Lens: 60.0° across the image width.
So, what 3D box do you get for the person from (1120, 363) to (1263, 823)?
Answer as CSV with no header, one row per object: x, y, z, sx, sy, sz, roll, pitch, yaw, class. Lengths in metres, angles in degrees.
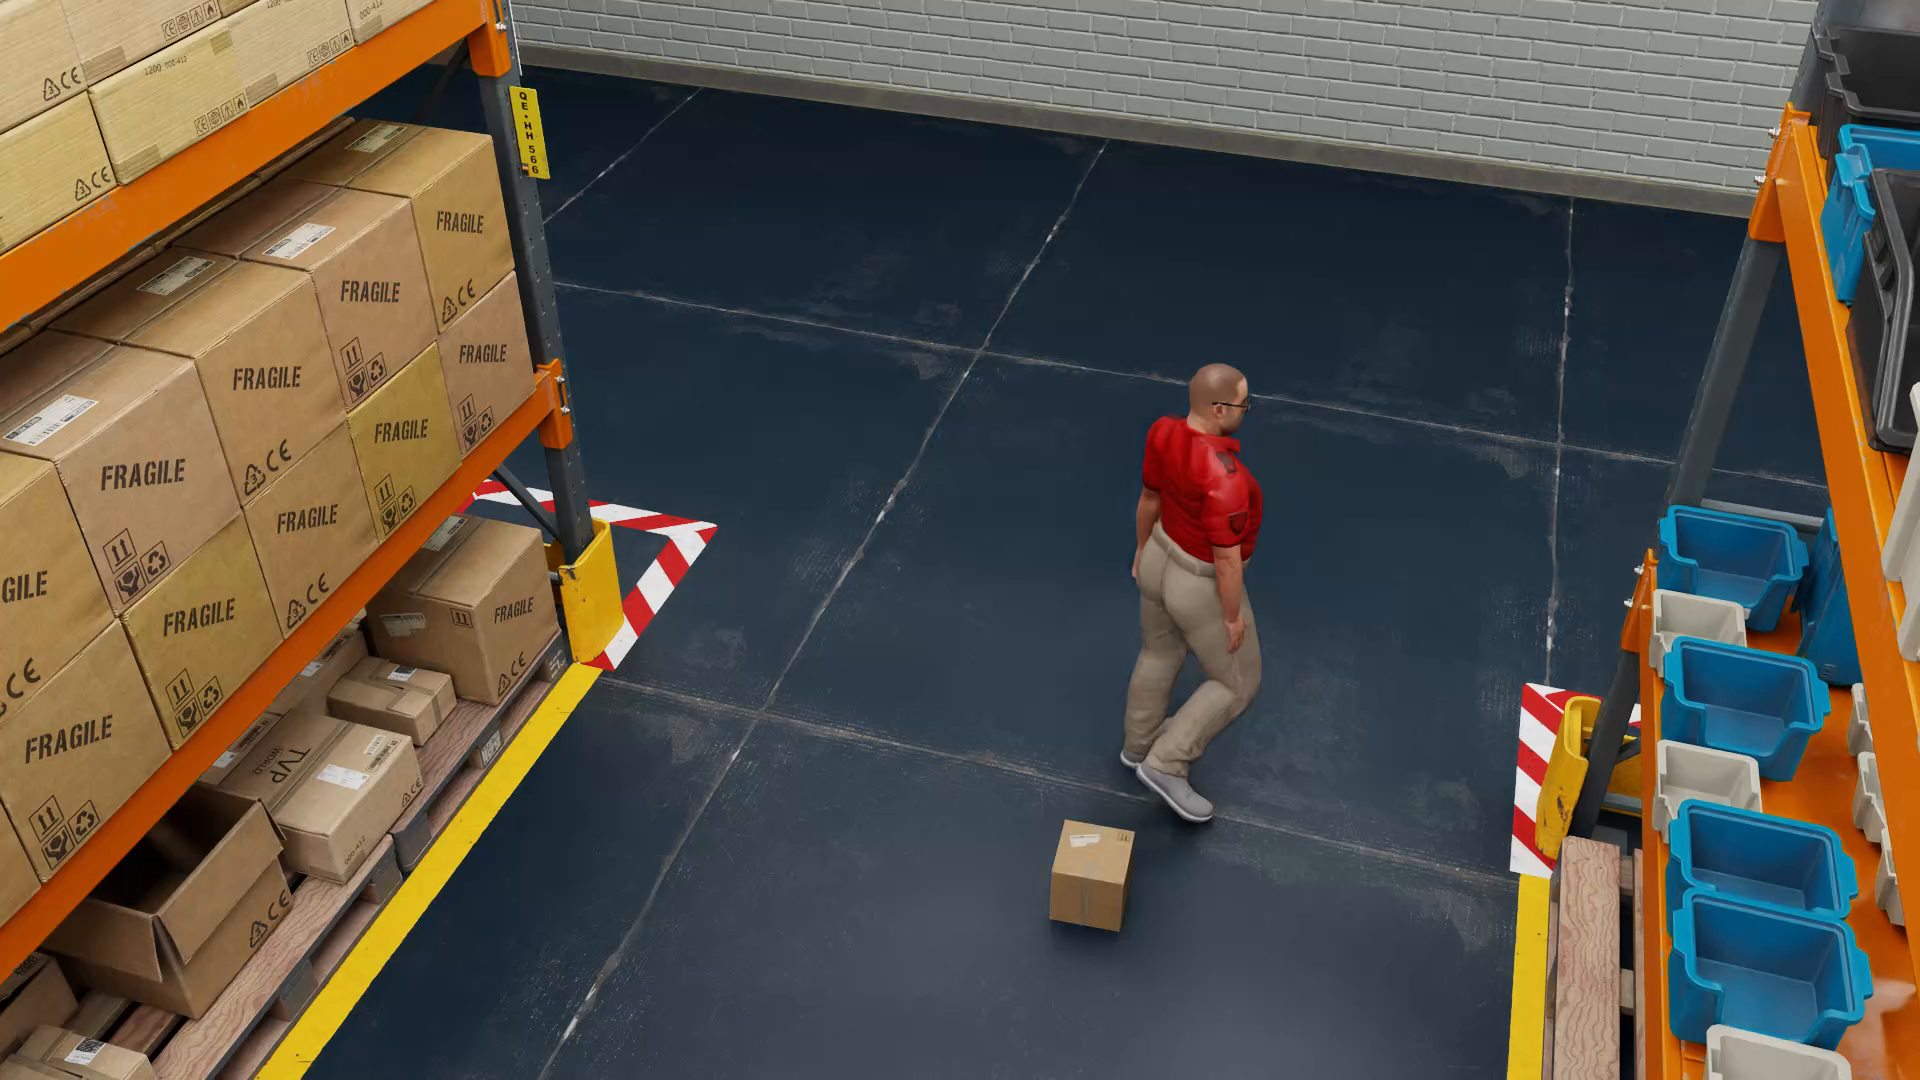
0.814,0.181,5.899,0.503,1.716,0.676,-18,40,-22,person
